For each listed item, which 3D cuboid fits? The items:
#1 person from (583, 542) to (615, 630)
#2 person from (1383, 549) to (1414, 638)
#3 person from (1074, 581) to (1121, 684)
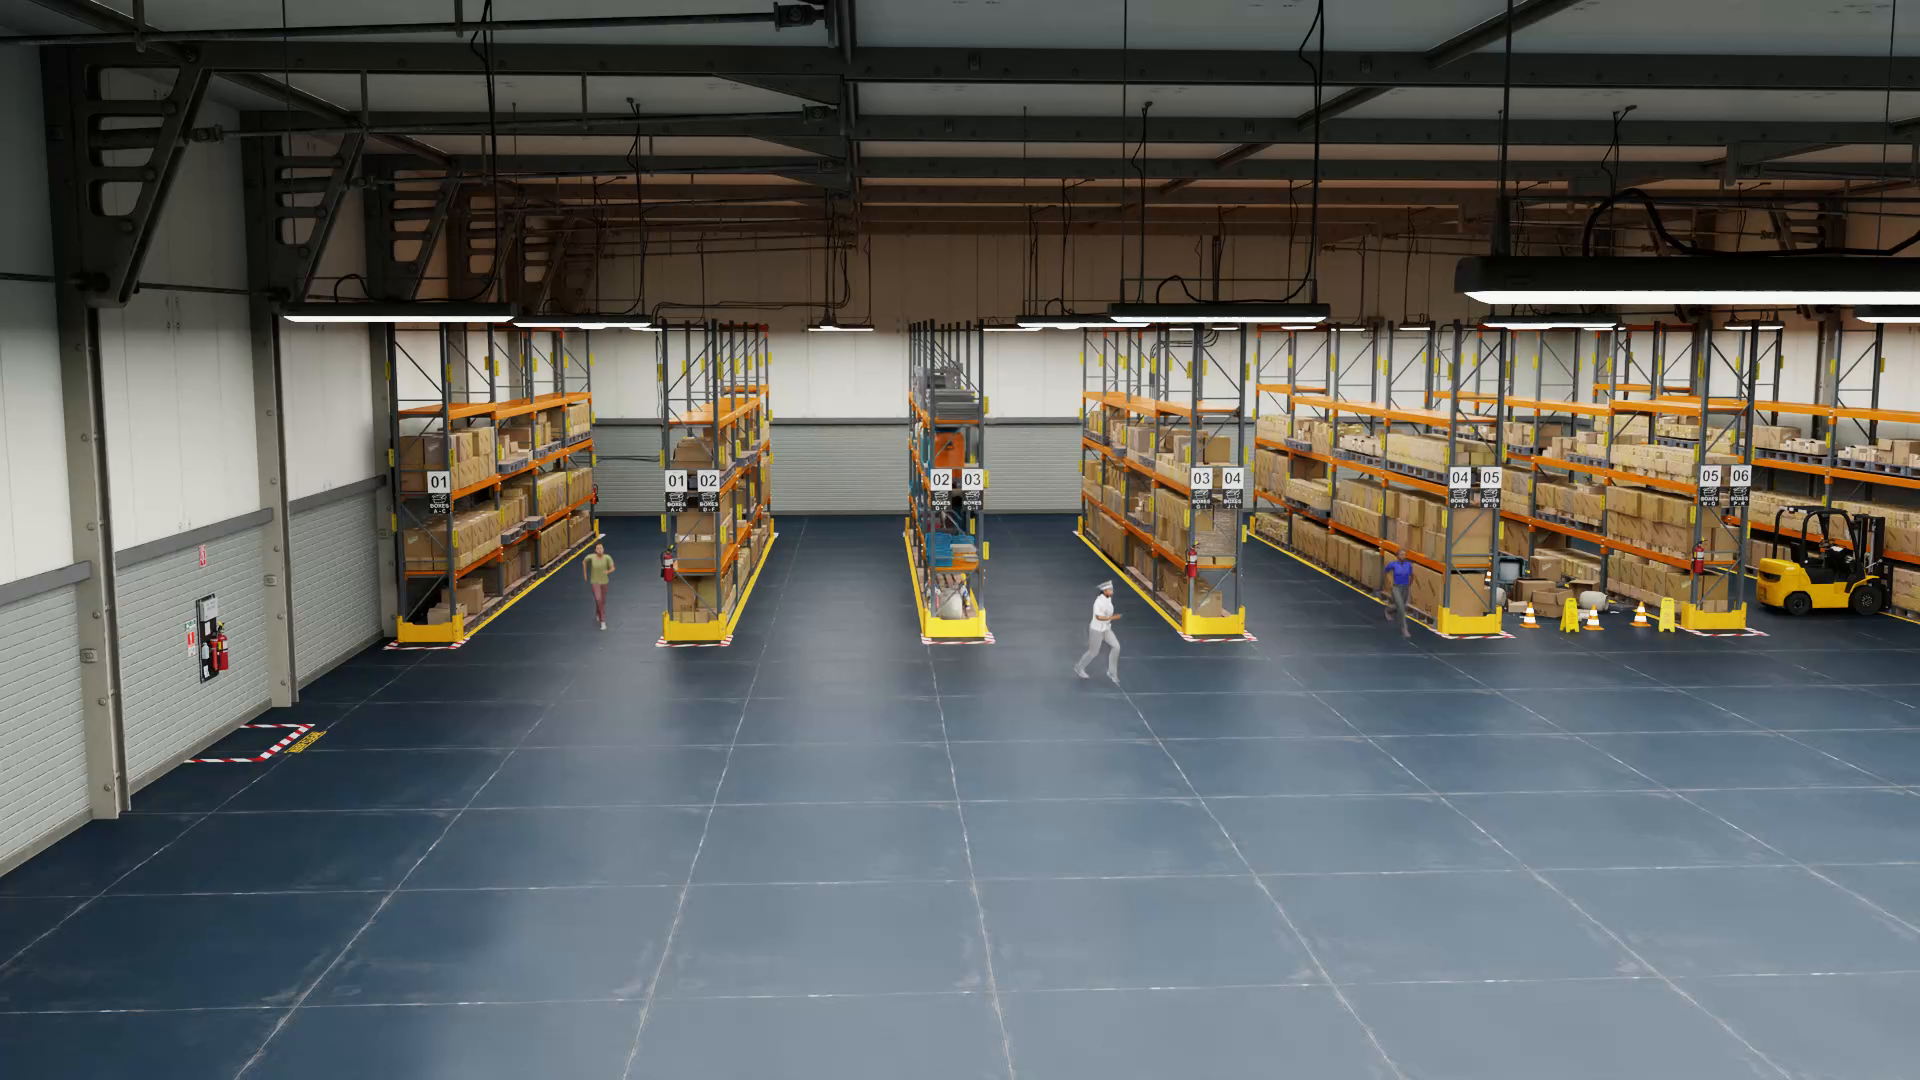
[{"bbox_3d":[-7.074,0.871,32.665,0.599,1.690,0.977,-2,7,-18],"label":"person"},{"bbox_3d":[8.440,0.995,31.940,0.539,1.673,1.062,-2,7,-18],"label":"person"},{"bbox_3d":[2.289,1.514,27.458,0.836,1.735,0.599,4,8,27],"label":"person"}]
